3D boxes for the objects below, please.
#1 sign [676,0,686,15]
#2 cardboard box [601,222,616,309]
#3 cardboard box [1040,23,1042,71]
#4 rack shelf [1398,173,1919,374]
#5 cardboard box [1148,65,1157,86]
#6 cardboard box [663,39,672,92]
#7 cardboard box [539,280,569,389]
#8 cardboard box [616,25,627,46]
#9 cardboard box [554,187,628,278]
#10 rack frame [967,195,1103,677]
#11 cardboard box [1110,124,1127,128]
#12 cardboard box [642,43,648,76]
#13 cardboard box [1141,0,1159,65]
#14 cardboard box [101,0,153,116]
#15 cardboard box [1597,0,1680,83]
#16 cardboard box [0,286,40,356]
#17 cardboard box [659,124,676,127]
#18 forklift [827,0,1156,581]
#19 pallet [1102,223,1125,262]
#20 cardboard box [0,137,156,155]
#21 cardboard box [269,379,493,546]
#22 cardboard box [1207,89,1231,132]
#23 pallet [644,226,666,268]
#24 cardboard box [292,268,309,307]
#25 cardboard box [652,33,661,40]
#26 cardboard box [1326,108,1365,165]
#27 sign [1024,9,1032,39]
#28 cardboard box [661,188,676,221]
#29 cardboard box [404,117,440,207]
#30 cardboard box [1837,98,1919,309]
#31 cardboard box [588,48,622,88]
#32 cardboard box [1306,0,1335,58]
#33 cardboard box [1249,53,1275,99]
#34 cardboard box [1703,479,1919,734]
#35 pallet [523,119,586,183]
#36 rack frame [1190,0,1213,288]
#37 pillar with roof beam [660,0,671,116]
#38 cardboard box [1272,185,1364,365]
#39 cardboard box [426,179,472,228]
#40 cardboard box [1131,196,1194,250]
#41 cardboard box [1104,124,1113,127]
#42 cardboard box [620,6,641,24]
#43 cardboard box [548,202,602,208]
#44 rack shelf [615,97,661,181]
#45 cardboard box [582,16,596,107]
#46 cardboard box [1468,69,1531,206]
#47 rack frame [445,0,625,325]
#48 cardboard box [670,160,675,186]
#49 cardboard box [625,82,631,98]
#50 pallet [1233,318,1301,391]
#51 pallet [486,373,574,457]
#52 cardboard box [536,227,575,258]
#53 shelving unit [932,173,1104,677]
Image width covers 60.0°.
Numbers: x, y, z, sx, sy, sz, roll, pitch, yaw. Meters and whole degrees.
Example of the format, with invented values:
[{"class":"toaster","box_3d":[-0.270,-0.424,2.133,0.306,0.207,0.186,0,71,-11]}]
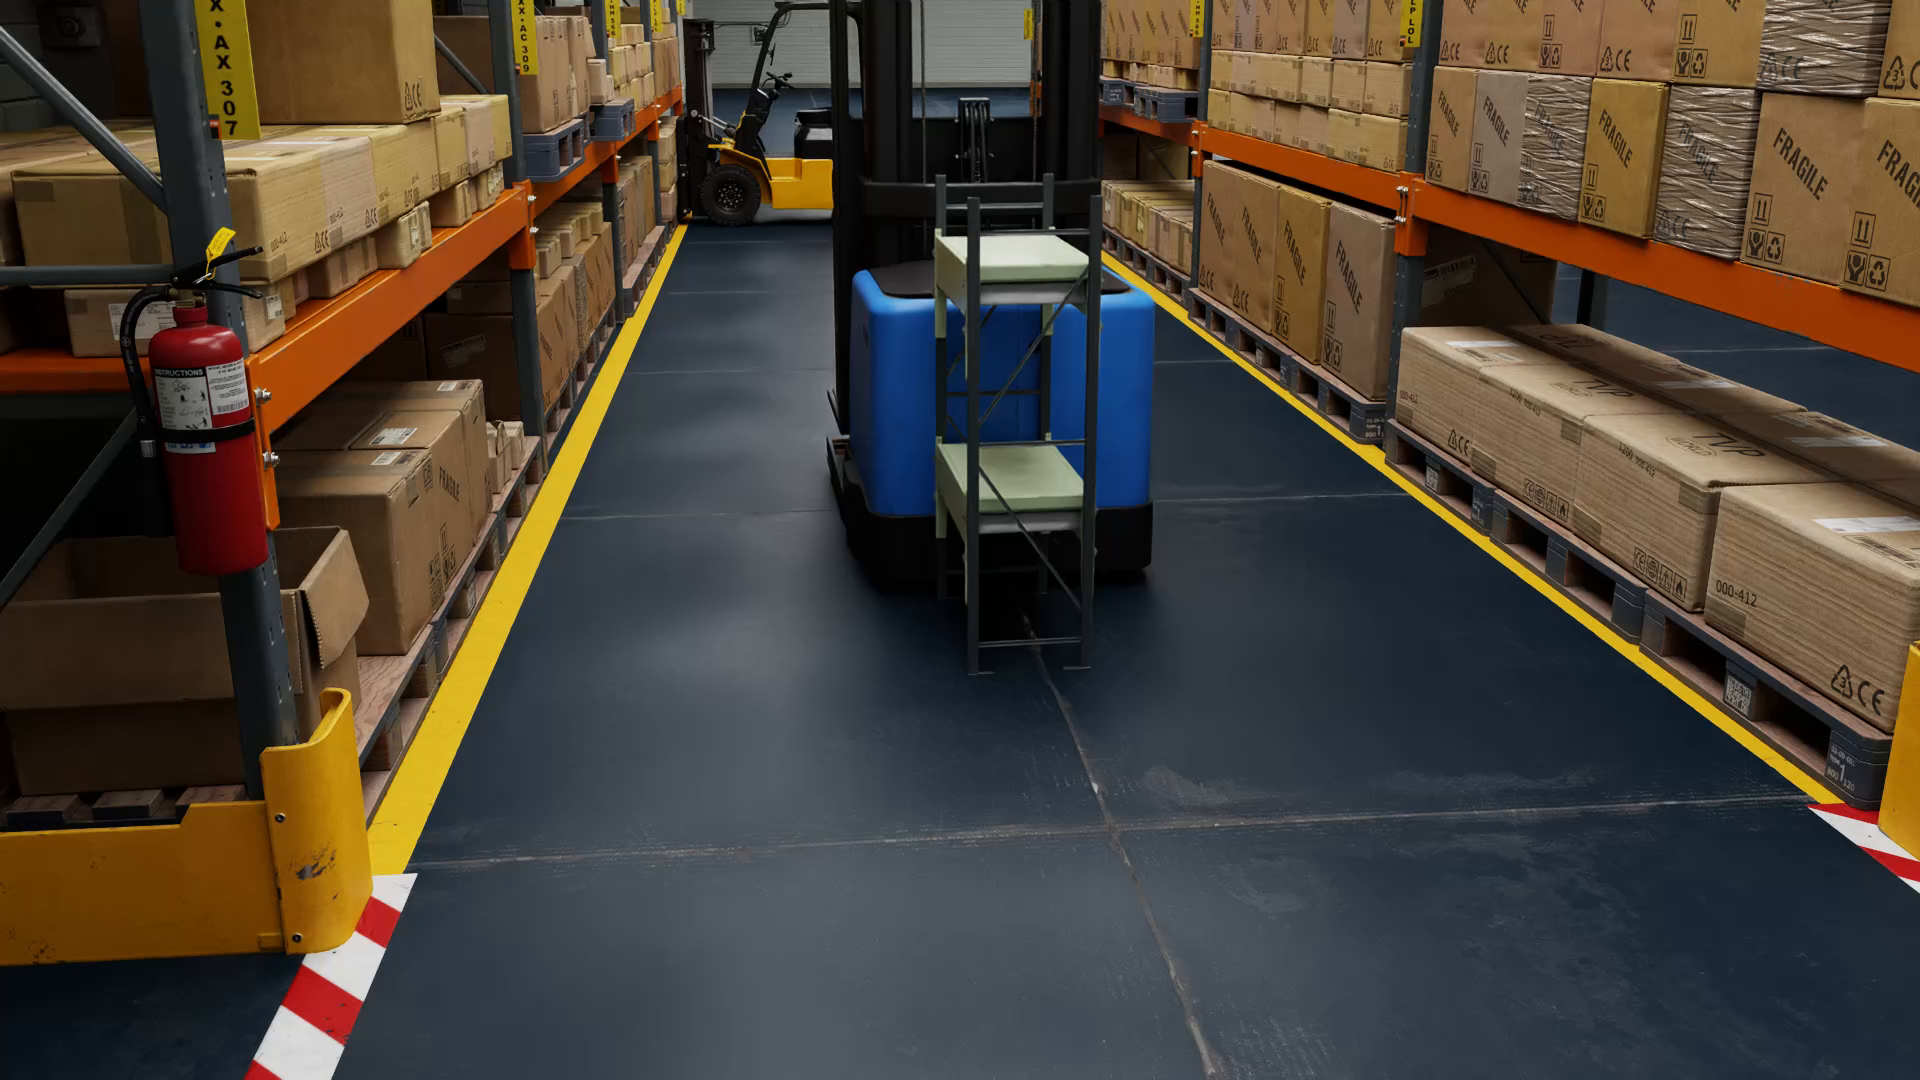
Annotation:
[{"class":"sign","box_3d":[-3.084,-5.963,18.333,0.100,0.325,0.005,-2,18,-6]},{"class":"cardboard box","box_3d":[-2.542,-1.789,10.841,0.500,0.500,0.500,-1,17,-4]},{"class":"cardboard box","box_3d":[1.142,-5.325,17.966,0.500,0.500,0.500,-1,17,-4]},{"class":"rack shelf","box_3d":[2.756,-0.925,5.815,1.077,0.370,4.000,-2,18,-6]},{"class":"cardboard box","box_3d":[1.639,-3.534,12.646,0.380,0.149,0.250,-1,17,-5]},{"class":"cardboard box","box_3d":[-3.153,-4.737,16.590,0.500,0.500,0.500,-2,18,-5]},{"class":"cardboard box","box_3d":[-2.278,-1.026,8.411,0.500,0.500,0.500,-2,18,-6]},{"class":"cardboard box","box_3d":[-2.683,-3.746,12.353,0.380,0.149,0.250,-1,17,-4]},{"class":"cardboard box","box_3d":[-2.850,-2.155,11.796,0.875,0.625,0.625,-1,17,-4]},{"class":"rack frame","box_3d":[0.221,-0.291,5.100,0.400,1.500,0.023,-2,18,-8]},{"class":"cardboard box","box_3d":[1.814,-3.991,17.020,0.500,0.500,0.500,-1,17,-3]},{"class":"cardboard box","box_3d":[-2.847,-3.968,13.725,0.500,0.250,0.500,-2,18,-7]},{"class":"cardboard box","box_3d":[1.696,-3.876,12.652,0.500,0.500,0.500,-3,18,-9]},{"class":"cardboard box","box_3d":[-2.498,-1.685,5.540,0.500,0.500,0.500,-2,18,-7]},{"class":"cardboard box","box_3d":[2.495,-1.785,5.519,0.500,0.500,0.500,-2,18,-6]},{"class":"cardboard box","box_3d":[-2.276,-0.488,3.643,0.380,0.149,0.250,-2,18,-6]},{"class":"cardboard box","box_3d":[-3.102,-4.069,16.851,0.500,0.250,0.500,-2,18,-7]},{"class":"forklift","box_3d":[-0.013,-1.650,7.040,1.130,2.935,3.031,-2,18,-8]},{"class":"pallet","box_3d":[1.806,-2.685,14.877,1.003,0.211,1.213,-2,18,-6]},{"class":"cardboard box","box_3d":[-2.338,-0.870,4.195,0.500,0.250,0.500,-2,18,-5]},{"class":"cardboard box","box_3d":[-2.100,-0.276,6.019,0.700,0.500,0.500,-2,18,-8]},{"class":"cardboard box","box_3d":[1.937,-2.830,10.935,0.500,0.250,0.500,-2,18,-7]},{"class":"pallet","box_3d":[-3.097,-2.544,14.428,1.003,0.211,1.213,-2,18,-6]},{"class":"cardboard box","box_3d":[-1.869,-0.656,4.177,0.380,0.149,0.250,-2,18,-6]},{"class":"cardboard box","box_3d":[-3.018,-4.783,15.653,0.380,0.149,0.250,-1,17,-4]},{"class":"cardboard box","box_3d":[2.201,-2.070,8.512,0.500,0.250,0.500,-2,18,-6]},{"class":"sign","box_3d":[0.772,-5.835,18.810,0.100,0.325,0.005,-2,18,-6]},{"class":"cardboard box","box_3d":[-2.933,-3.136,15.546,0.500,0.250,0.500,-2,18,-5]},{"class":"cardboard box","box_3d":[-1.935,-1.184,5.195,0.500,0.250,0.500,-2,18,-7]},{"class":"cardboard box","box_3d":[2.649,-0.855,4.226,0.500,0.500,0.500,-2,18,-5]},{"class":"cardboard box","box_3d":[-2.578,-3.208,11.305,0.500,0.250,0.500,-2,18,-6]},{"class":"cardboard box","box_3d":[2.160,-2.819,8.813,0.500,0.500,0.500,-1,17,-4]},{"class":"cardboard box","box_3d":[2.035,-2.761,9.879,0.500,0.250,0.500,-2,18,-6]},{"class":"cardboard box","box_3d":[2.795,0.157,4.747,0.875,0.438,0.875,-2,18,-8]},{"class":"pallet","box_3d":[-2.361,-1.859,7.911,1.003,0.211,1.213,-2,18,-6]},{"class":"rack frame","box_3d":[2.137,-3.055,11.402,1.000,3.000,0.127,-2,18,-6]},{"class":"pillar with roof beam","box_3d":[-2.024,-13.407,34.359,9.100,9.000,0.400,-2,18,-6]},{"class":"cardboard box","box_3d":[2.305,-1.501,9.298,0.875,0.875,0.875,-1,17,-4]},{"class":"cardboard box","box_3d":[-1.949,-1.194,5.893,0.380,0.149,0.250,-2,18,-6]},{"class":"cardboard box","box_3d":[1.932,-2.616,13.689,0.950,0.372,0.625,-1,17,-4]},{"class":"cardboard box","box_3d":[1.289,-3.965,16.936,0.500,0.500,0.500,-1,17,-3]},{"class":"cardboard box","box_3d":[-2.950,-4.696,14.881,0.380,0.149,0.250,-1,17,-5]},{"class":"cardboard box","box_3d":[-2.497,-2.079,10.680,0.380,0.149,0.250,-3,18,-8]},{"class":"rack shelf","box_3d":[-3.006,-3.154,12.915,1.077,0.370,4.000,-2,18,-6]},{"class":"cardboard box","box_3d":[-2.447,-2.670,9.300,0.797,0.503,0.637,-2,18,-7]},{"class":"cardboard box","box_3d":[2.386,-1.613,6.642,0.500,0.500,0.500,-2,18,-5]},{"class":"rack frame","box_3d":[-2.800,-2.901,10.910,1.000,3.000,0.127,-2,18,-6]},{"class":"cardboard box","box_3d":[-3.009,-3.523,15.947,0.500,0.250,0.500,-2,18,-6]},{"class":"cardboard box","box_3d":[-2.709,-3.272,12.343,0.500,0.250,0.500,-2,18,-7]},{"class":"pallet","box_3d":[2.266,-1.125,9.909,1.003,0.211,1.213,-2,18,-6]},{"class":"pallet","box_3d":[-2.509,-0.620,8.299,1.003,0.211,1.213,-2,18,-6]},{"class":"cardboard box","box_3d":[-2.388,-1.683,9.419,0.380,0.149,0.250,-3,18,-8]},{"class":"shelving unit","box_3d":[0.169,-0.399,5.445,0.431,1.500,0.755,-2,18,-8]}]
